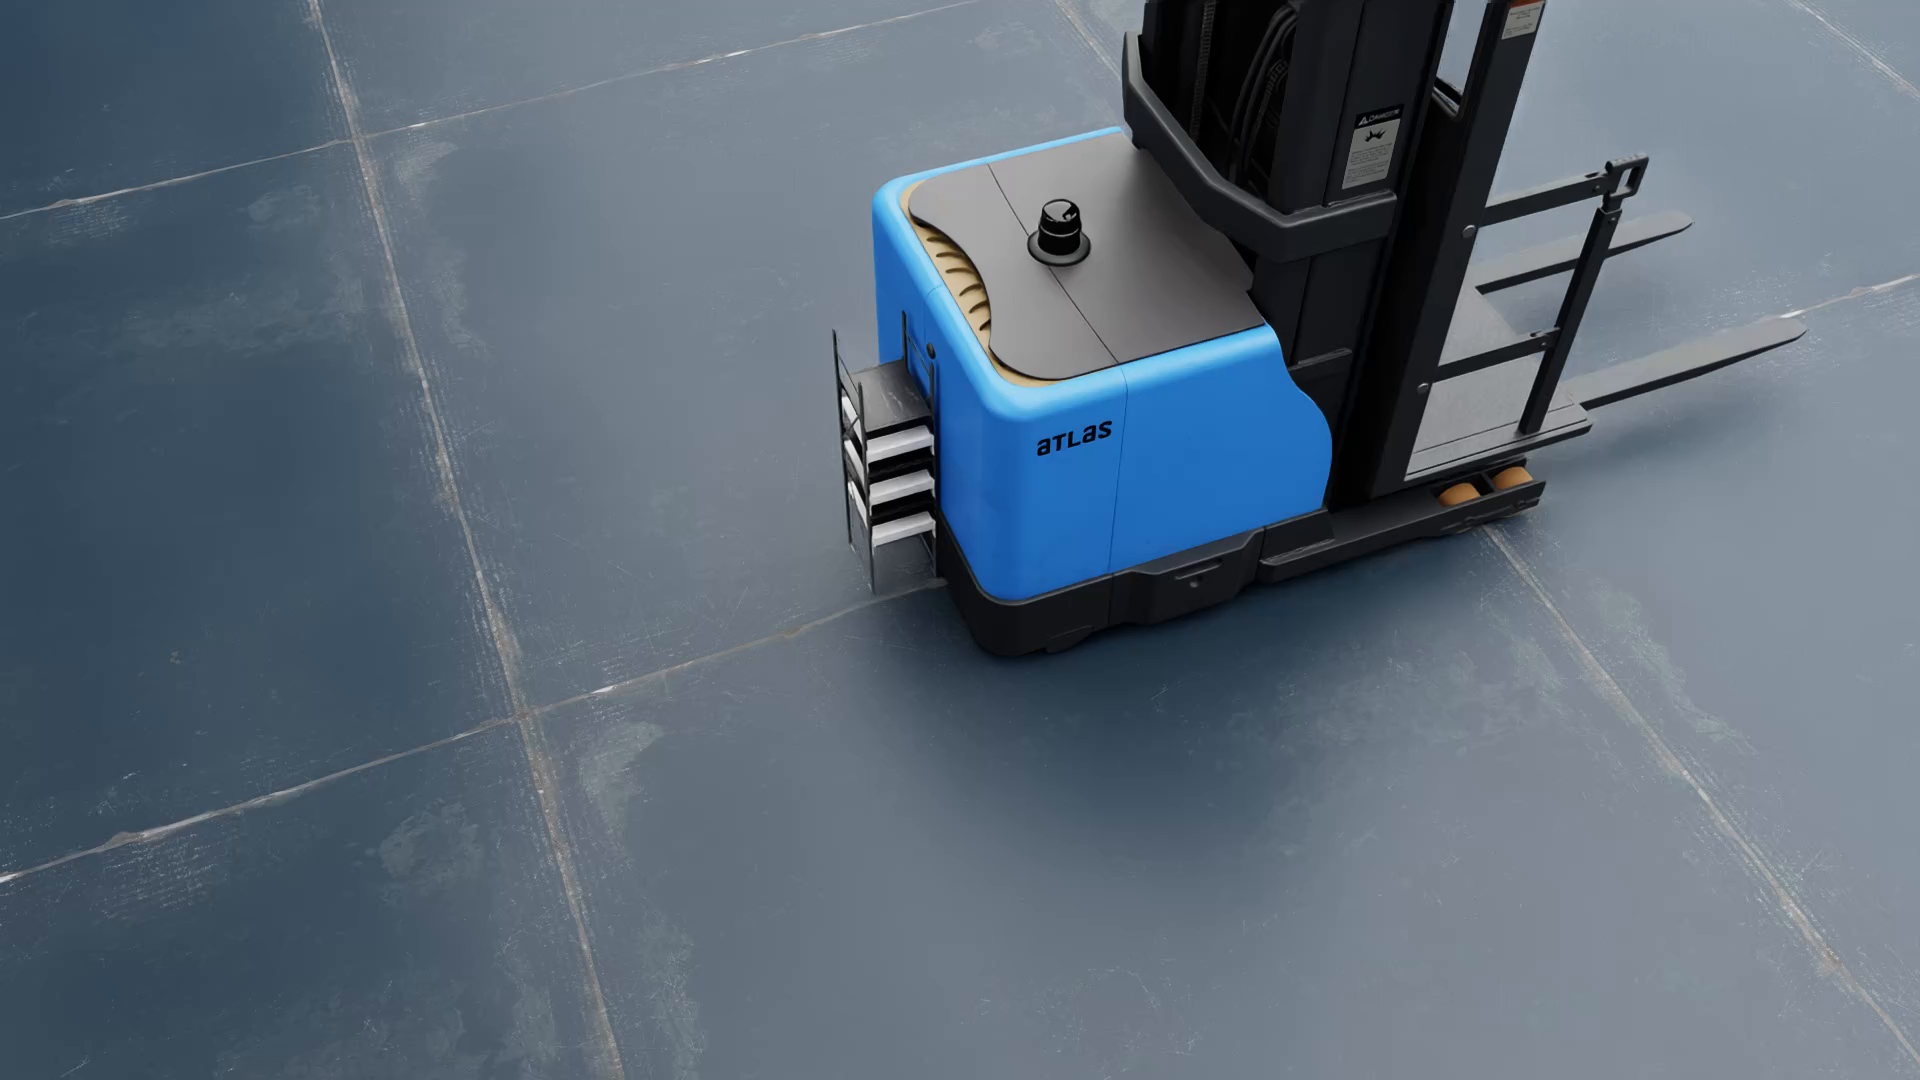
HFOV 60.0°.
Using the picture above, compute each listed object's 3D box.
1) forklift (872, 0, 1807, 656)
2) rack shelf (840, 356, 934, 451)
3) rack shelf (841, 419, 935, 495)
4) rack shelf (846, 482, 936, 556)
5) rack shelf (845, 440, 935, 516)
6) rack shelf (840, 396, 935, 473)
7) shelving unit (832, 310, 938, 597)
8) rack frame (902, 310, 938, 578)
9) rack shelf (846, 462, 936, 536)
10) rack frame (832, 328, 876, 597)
[{"bbox_3d":[1.306,-1.332,4.462,3.031,2.935,1.130,-16,51,-14],"label":"forklift"},{"bbox_3d":[-0.211,-0.385,4.676,0.200,0.077,0.258,-16,51,-14],"label":"rack shelf"},{"bbox_3d":[-0.211,-0.268,4.812,0.200,0.077,0.258,-16,51,-14],"label":"rack shelf"},{"bbox_3d":[-0.211,-0.092,5.017,0.200,0.077,0.258,-16,51,-14],"label":"rack shelf"},{"bbox_3d":[-0.211,-0.209,4.880,0.200,0.077,0.258,-16,51,-14],"label":"rack shelf"},{"bbox_3d":[-0.211,-0.327,4.744,0.200,0.077,0.258,-16,51,-14],"label":"rack shelf"},{"bbox_3d":[-0.211,-0.231,4.855,0.210,0.900,0.258,-16,51,-14],"label":"shelving unit"},{"bbox_3d":[-0.116,-0.259,4.879,0.006,0.900,0.240,-16,51,-14],"label":"rack frame"},{"bbox_3d":[-0.211,-0.151,4.949,0.200,0.077,0.258,-16,51,-14],"label":"rack shelf"},{"bbox_3d":[-0.305,-0.203,4.831,0.006,0.900,0.240,-16,51,-14],"label":"rack frame"}]
